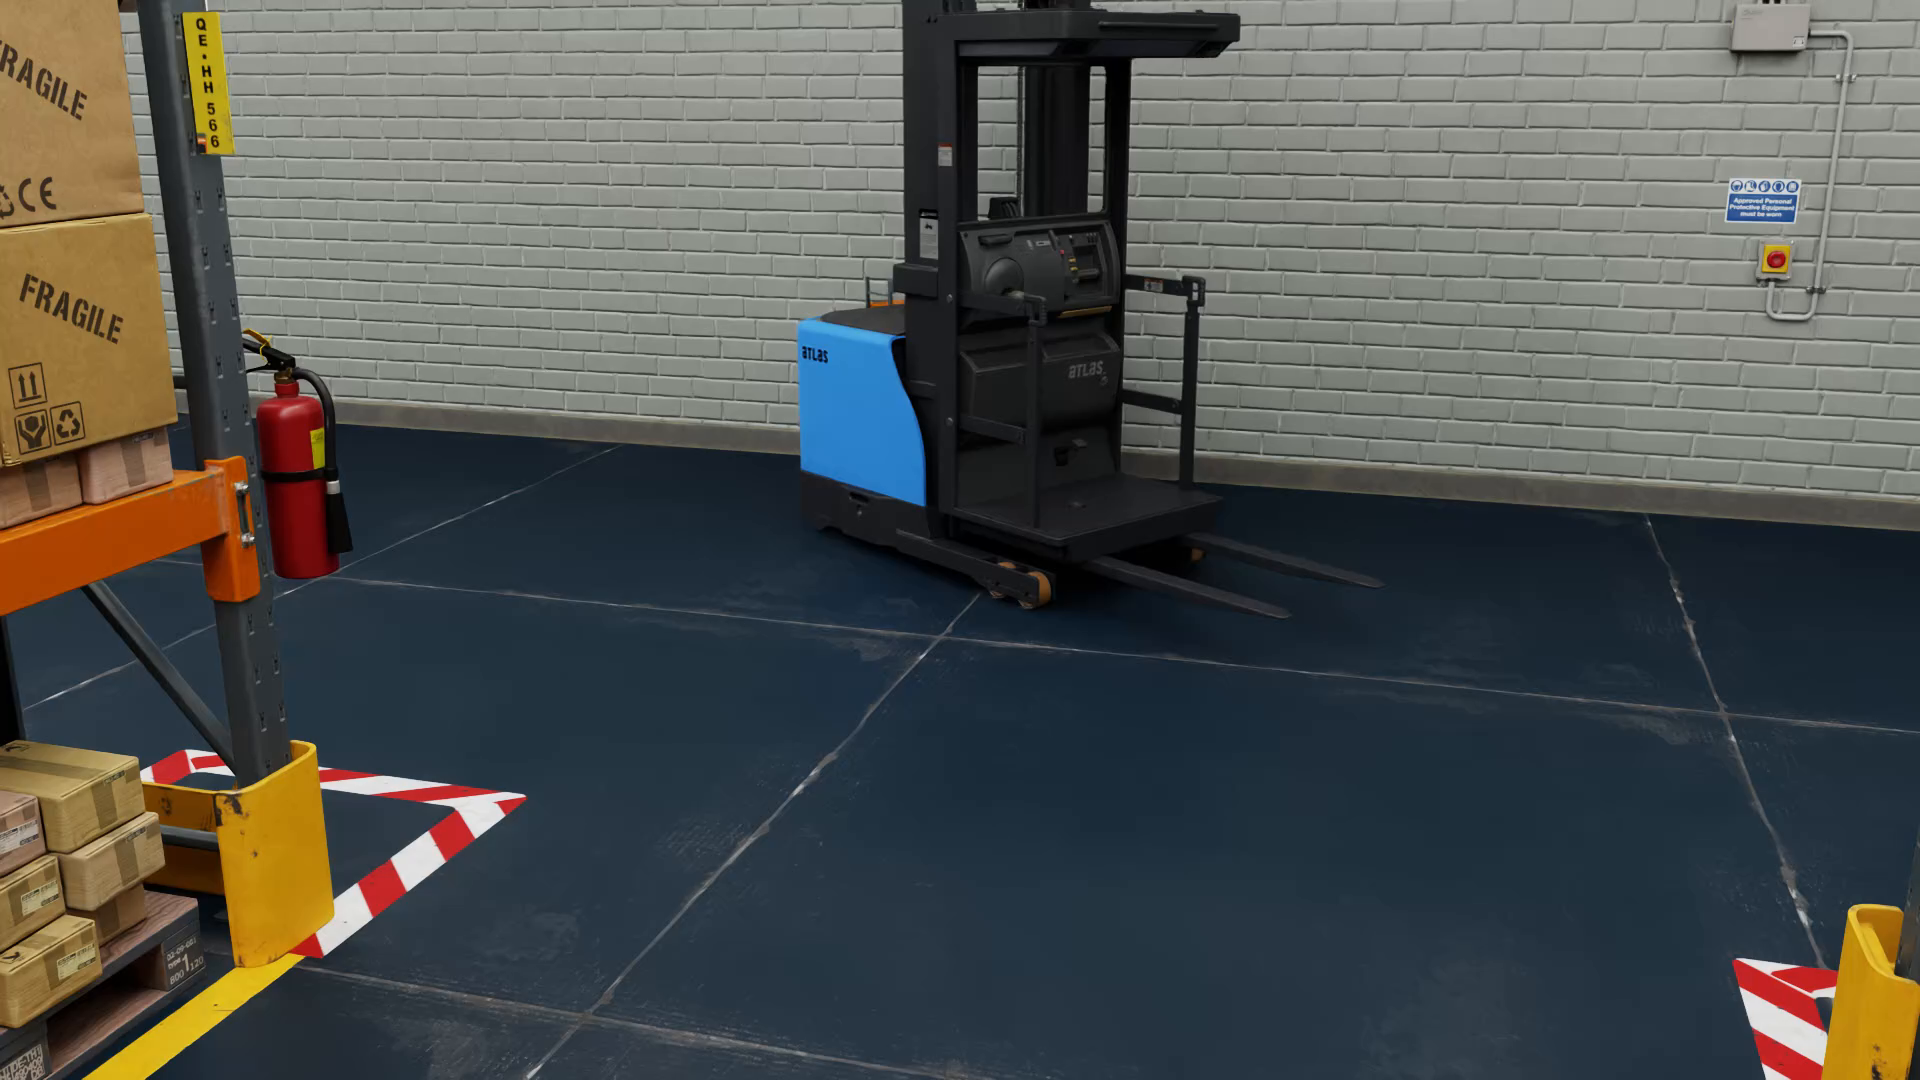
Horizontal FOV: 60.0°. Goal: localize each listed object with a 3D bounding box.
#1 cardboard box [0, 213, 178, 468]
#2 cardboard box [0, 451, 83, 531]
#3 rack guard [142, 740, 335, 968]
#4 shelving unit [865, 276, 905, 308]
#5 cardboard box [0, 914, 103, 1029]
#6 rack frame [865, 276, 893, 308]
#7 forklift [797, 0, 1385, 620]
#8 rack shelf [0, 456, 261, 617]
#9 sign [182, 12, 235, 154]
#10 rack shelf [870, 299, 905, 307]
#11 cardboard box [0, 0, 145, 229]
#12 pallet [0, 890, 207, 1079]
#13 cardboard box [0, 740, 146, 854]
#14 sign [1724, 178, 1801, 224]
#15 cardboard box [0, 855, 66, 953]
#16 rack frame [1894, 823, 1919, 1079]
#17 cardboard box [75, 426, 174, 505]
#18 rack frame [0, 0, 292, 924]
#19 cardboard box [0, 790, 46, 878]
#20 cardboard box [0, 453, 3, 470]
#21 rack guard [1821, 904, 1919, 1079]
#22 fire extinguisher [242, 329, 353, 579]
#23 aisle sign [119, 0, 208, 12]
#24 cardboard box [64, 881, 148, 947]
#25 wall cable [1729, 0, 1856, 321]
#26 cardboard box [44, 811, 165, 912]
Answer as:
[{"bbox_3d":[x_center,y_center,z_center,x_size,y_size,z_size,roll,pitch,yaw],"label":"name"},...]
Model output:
[{"bbox_3d":[-2.195,-0.478,3.791,0.500,0.500,0.500,5,17,17],"label":"cardboard box"},{"bbox_3d":[-2.243,-0.135,3.767,0.380,0.149,0.250,5,16,16],"label":"cardboard box"},{"bbox_3d":[-2.336,0.798,4.601,1.175,0.500,0.348,5,16,16],"label":"rack guard"},{"bbox_3d":[-0.235,-0.849,9.124,0.503,1.200,0.258,-11,19,-35],"label":"shelving unit"},{"bbox_3d":[-2.240,0.974,3.854,0.380,0.149,0.250,5,17,18],"label":"cardboard box"},{"bbox_3d":[-0.432,-0.810,8.986,0.015,1.200,0.240,-11,19,-35],"label":"rack frame"},{"bbox_3d":[0.514,-1.263,7.411,1.130,2.935,3.031,-13,21,-39],"label":"forklift"},{"bbox_3d":[-2.883,0.445,2.583,1.077,0.370,4.000,5,16,16],"label":"rack shelf"},{"bbox_3d":[-1.788,-1.086,3.959,0.100,0.325,0.005,5,16,16],"label":"sign"},{"bbox_3d":[-0.235,-1.227,9.017,0.480,0.148,0.258,-11,19,-35],"label":"rack shelf"},{"bbox_3d":[-2.206,-0.958,3.649,0.500,0.500,0.500,4,16,15],"label":"cardboard box"},{"bbox_3d":[-2.601,1.146,3.901,1.003,0.211,1.213,5,16,16],"label":"pallet"},{"bbox_3d":[-2.222,0.617,4.023,0.380,0.149,0.250,5,17,17],"label":"cardboard box"},{"bbox_3d":[4.011,-1.694,8.310,0.327,0.218,0.001,5,16,16],"label":"sign"},{"bbox_3d":[-2.317,0.826,3.830,0.380,0.149,0.250,4,16,15],"label":"cardboard box"},{"bbox_3d":[2.463,-0.067,3.069,0.949,2.616,0.053,5,16,16],"label":"rack frame"},{"bbox_3d":[-2.136,-0.197,3.986,0.380,0.149,0.250,5,16,16],"label":"cardboard box"},{"bbox_3d":[-2.315,-0.425,4.330,1.000,3.000,0.127,5,16,16],"label":"rack frame"},{"bbox_3d":[-2.348,0.678,3.807,0.380,0.149,0.250,5,17,17],"label":"cardboard box"},{"bbox_3d":[-2.347,-0.344,3.317,0.500,0.500,0.500,4,16,15],"label":"cardboard box"},{"bbox_3d":[2.467,1.129,3.433,1.175,0.500,0.348,5,16,16],"label":"rack guard"},{"bbox_3d":[-1.800,-0.238,4.498,0.296,0.674,0.183,5,16,16],"label":"fire extinguisher"},{"bbox_3d":[-2.006,-1.671,3.961,0.394,0.787,0.004,5,16,16],"label":"aisle sign"},{"bbox_3d":[-2.264,0.899,4.119,0.380,0.149,0.250,5,17,17],"label":"cardboard box"},{"bbox_3d":[4.040,-2.048,8.134,0.585,1.953,0.123,5,16,16],"label":"wall cable"},{"bbox_3d":[-2.191,0.762,4.056,0.380,0.149,0.250,4,16,14],"label":"cardboard box"}]
